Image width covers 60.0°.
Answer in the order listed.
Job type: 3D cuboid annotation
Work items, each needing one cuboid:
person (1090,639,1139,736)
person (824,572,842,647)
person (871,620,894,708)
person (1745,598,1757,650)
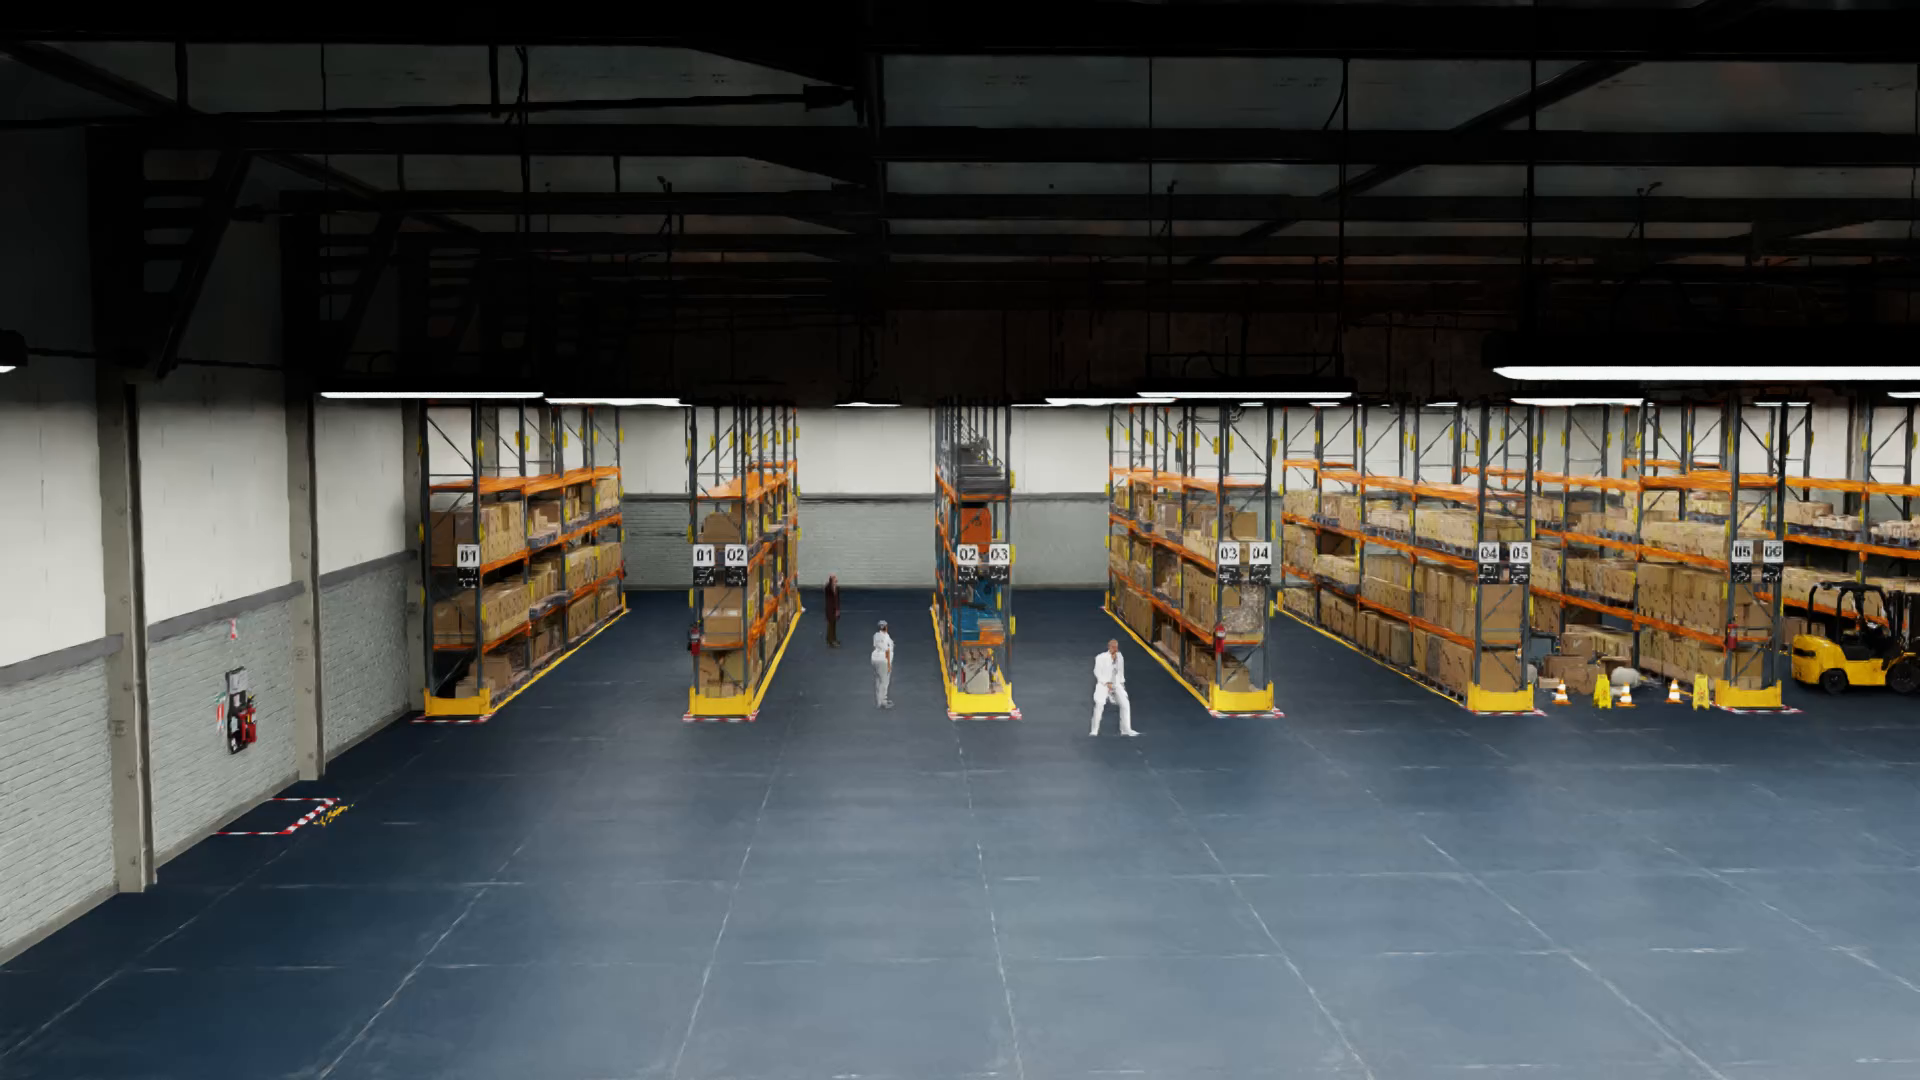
[{"bbox_3d":[2.622,2.571,29.052,0.728,1.722,0.853,-2,5,-21],"label":"person"},{"bbox_3d":[-3.029,1.662,40.063,0.522,1.790,0.652,-2,5,-25],"label":"person"},{"bbox_3d":[-1.469,2.365,32.000,0.449,1.668,0.530,-3,5,-33],"label":"person"},{"bbox_3d":[16.862,2.091,35.544,0.477,1.648,0.487,2,5,28],"label":"person"}]
